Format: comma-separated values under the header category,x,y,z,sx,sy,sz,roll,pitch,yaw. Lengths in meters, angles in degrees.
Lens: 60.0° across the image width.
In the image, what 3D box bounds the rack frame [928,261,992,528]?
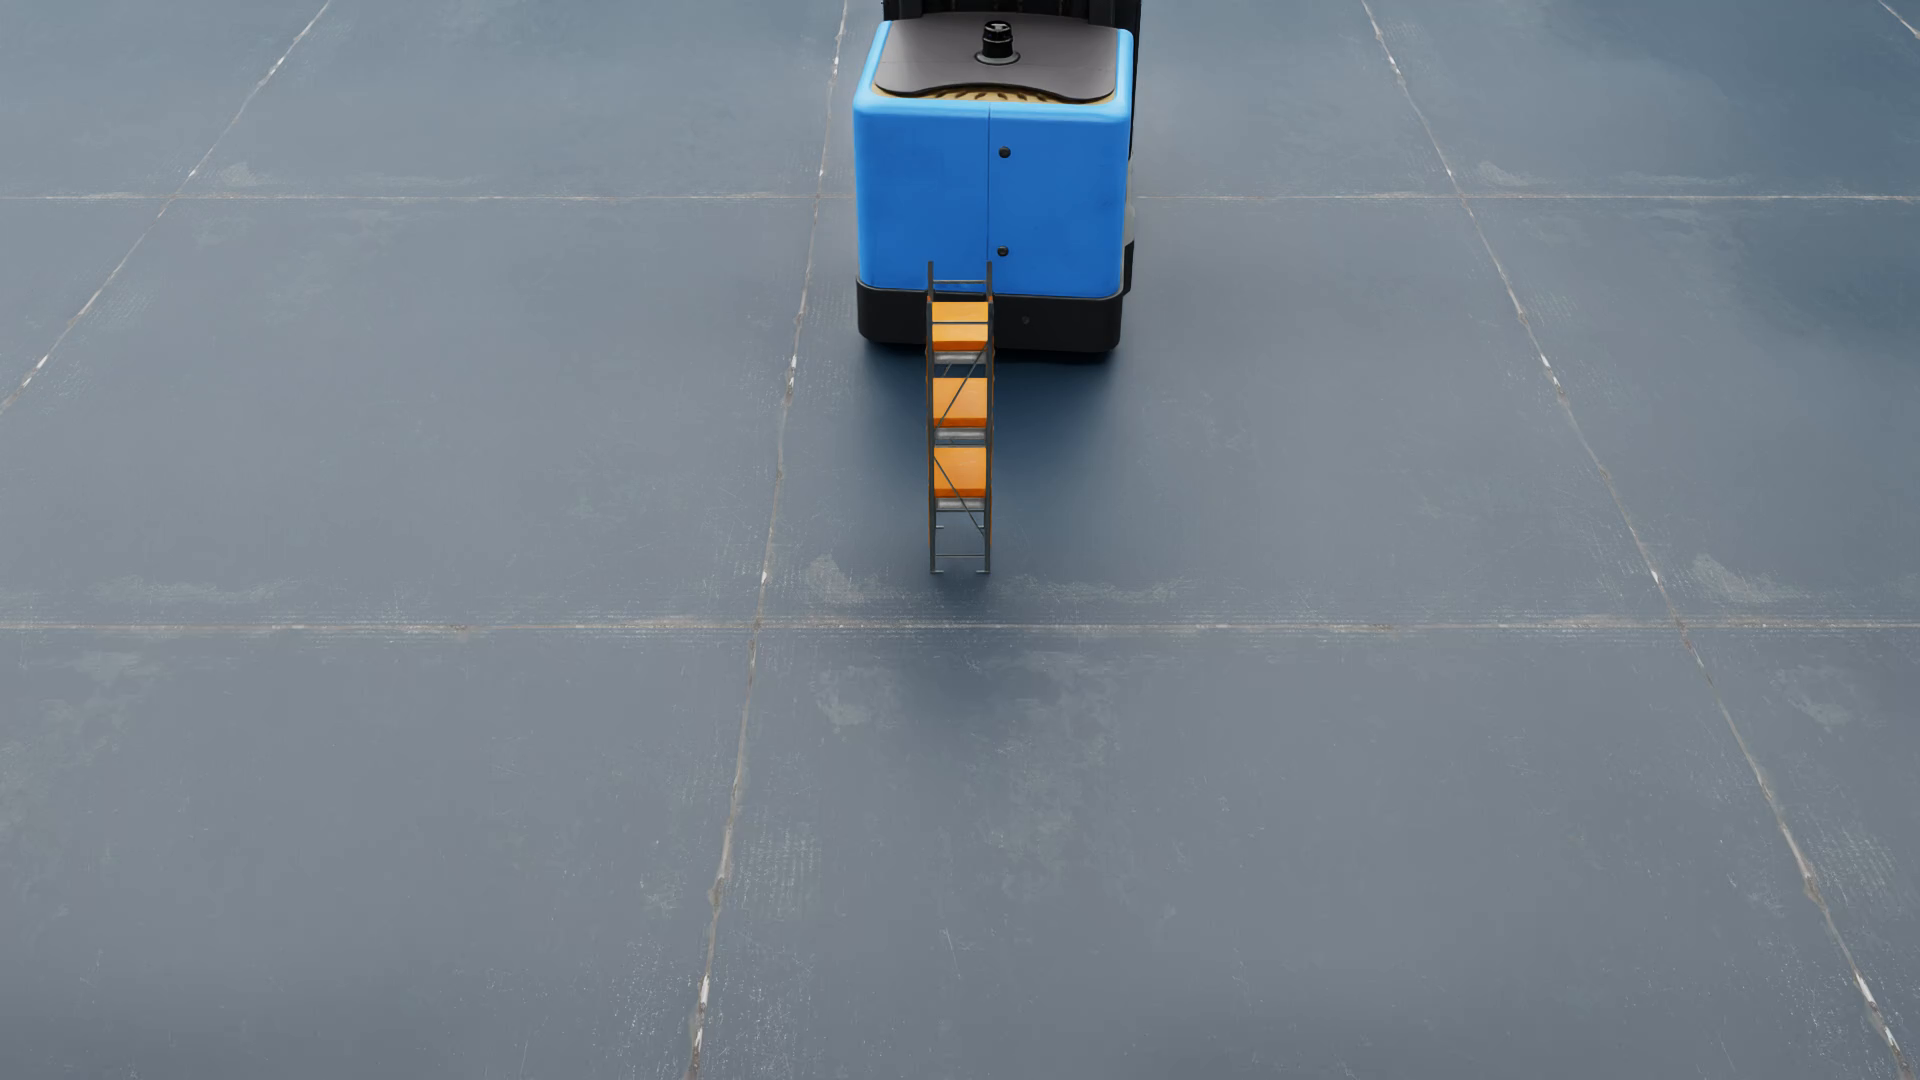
category,x,y,z,sx,sy,sz,roll,pitch,yaw
rack frame,0.000,-0.453,5.475,0.200,1.050,0.008,0,39,0

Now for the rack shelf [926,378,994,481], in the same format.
category,x,y,z,sx,sy,sz,roll,pitch,yaw
rack shelf,0.000,-0.368,5.387,0.215,0.259,0.240,0,39,0

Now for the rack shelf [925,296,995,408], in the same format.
category,x,y,z,sx,sy,sz,roll,pitch,yaw
rack shelf,0.000,-0.589,5.209,0.215,0.259,0.240,0,39,0

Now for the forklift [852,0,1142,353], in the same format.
category,x,y,z,sx,sy,sz,roll,pitch,yaw
forklift,0.242,-2.792,6.890,1.130,2.935,3.031,3,39,4

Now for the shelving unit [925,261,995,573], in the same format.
category,x,y,z,sx,sy,sz,roll,pitch,yaw
shelving unit,0.000,-0.376,5.380,0.215,1.050,0.252,0,39,0

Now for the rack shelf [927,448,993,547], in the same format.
category,x,y,z,sx,sy,sz,roll,pitch,yaw
rack shelf,0.000,-0.151,5.560,0.215,0.259,0.240,0,39,0

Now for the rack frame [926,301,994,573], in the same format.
category,x,y,z,sx,sy,sz,roll,pitch,yaw
rack frame,0.000,-0.300,5.285,0.200,1.050,0.008,0,39,0
